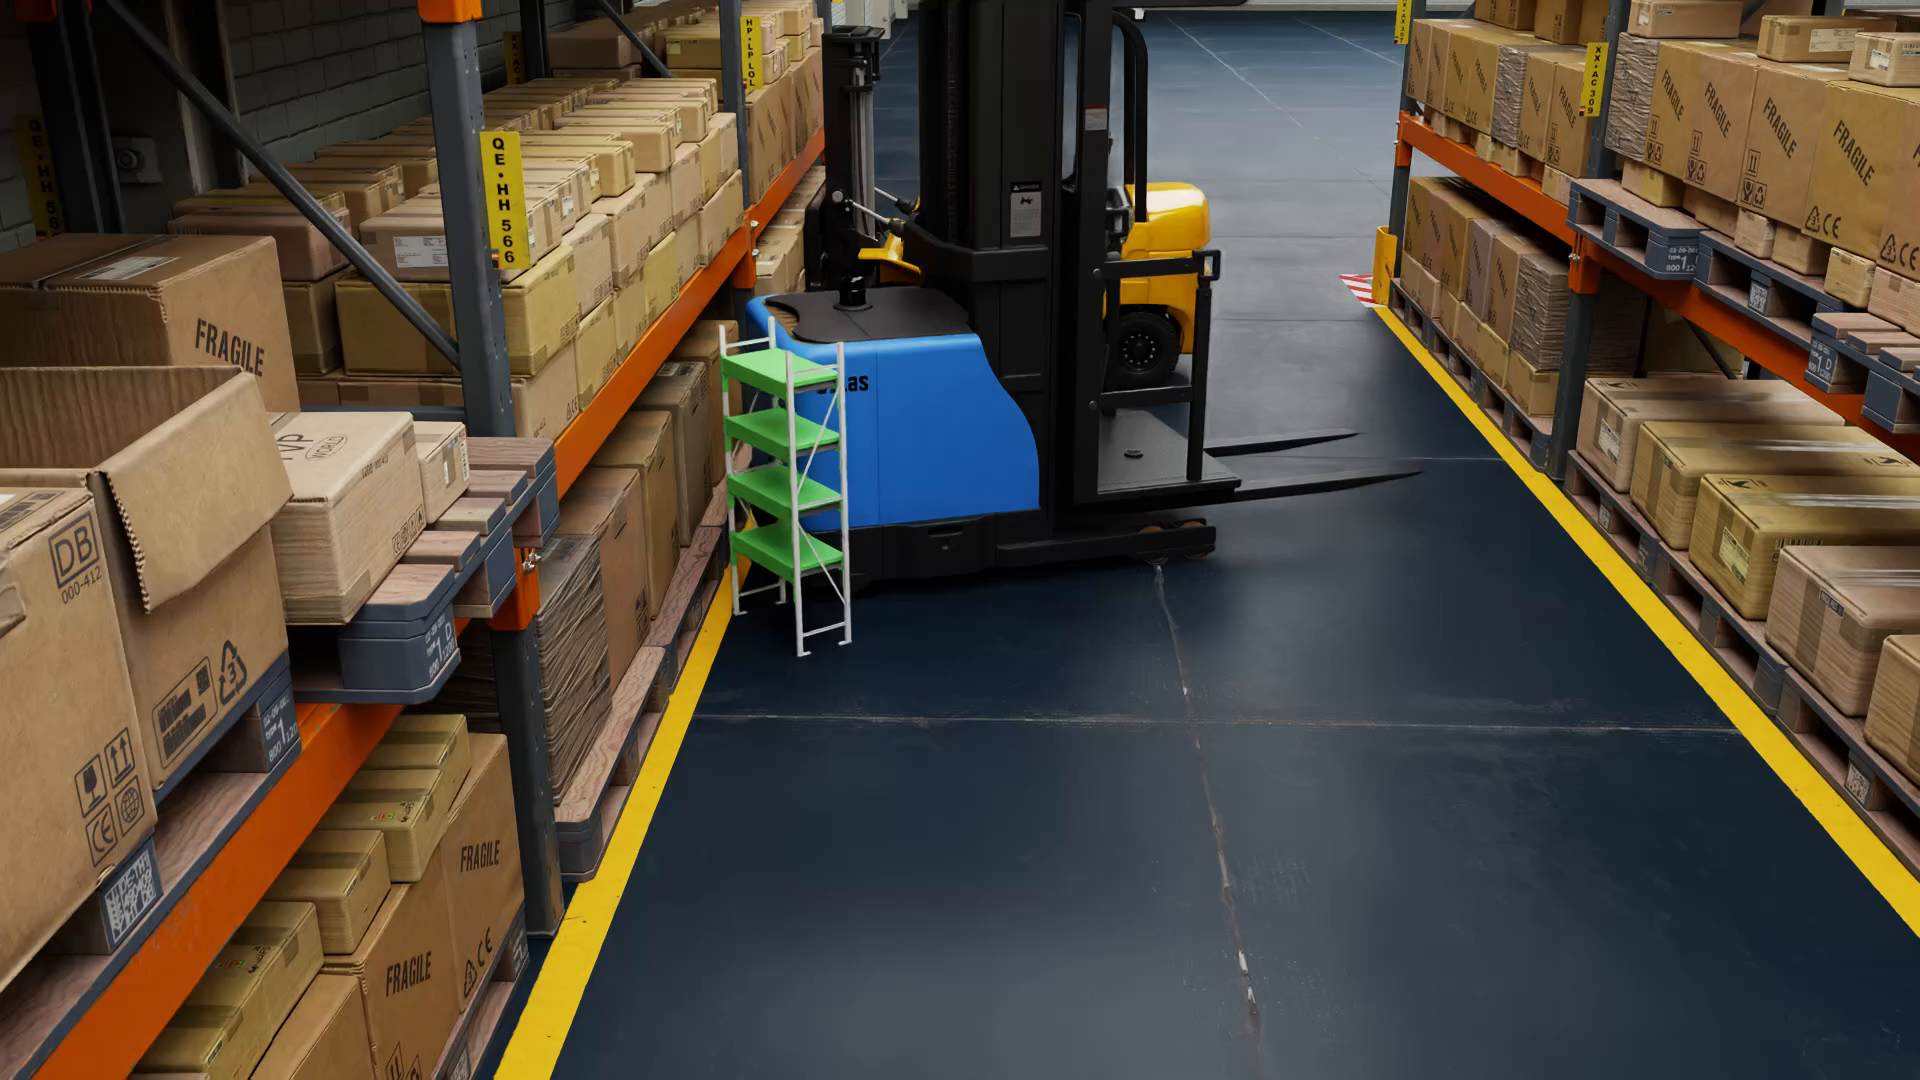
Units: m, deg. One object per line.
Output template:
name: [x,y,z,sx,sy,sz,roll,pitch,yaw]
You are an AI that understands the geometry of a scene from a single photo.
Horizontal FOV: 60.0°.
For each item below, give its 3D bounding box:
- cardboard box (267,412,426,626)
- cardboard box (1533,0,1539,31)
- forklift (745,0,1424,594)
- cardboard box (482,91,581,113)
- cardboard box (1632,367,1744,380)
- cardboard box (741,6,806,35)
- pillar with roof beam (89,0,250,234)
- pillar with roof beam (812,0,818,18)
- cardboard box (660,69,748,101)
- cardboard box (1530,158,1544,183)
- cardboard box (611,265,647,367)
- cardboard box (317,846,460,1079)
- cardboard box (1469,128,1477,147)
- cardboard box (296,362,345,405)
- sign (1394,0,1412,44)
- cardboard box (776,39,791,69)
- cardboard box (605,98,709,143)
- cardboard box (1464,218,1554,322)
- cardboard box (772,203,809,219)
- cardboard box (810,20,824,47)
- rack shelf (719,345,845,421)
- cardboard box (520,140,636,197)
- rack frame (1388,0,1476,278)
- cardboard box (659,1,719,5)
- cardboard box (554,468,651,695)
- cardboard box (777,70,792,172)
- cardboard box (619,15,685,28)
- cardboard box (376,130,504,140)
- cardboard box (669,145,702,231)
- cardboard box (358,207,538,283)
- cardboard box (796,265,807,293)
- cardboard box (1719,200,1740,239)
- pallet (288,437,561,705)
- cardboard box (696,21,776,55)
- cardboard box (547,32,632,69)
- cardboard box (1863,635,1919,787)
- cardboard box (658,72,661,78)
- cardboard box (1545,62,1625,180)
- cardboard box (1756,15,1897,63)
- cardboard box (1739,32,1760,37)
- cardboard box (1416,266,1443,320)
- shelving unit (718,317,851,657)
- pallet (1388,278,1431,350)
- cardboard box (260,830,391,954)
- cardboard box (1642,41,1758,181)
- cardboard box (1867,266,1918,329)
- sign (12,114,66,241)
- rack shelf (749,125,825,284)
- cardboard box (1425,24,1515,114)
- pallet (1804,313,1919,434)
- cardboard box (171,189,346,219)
cardboard box: [-1.341,-0.051,3.139,0.500,0.250,0.500,0,21,-1]
cardboard box: [3.839,-3.245,9.813,0.700,0.500,0.500,0,21,1]
forklift: [0.616,-1.434,7.174,3.031,2.935,1.130,-6,22,-16]
cardboard box: [-1.805,-1.794,6.970,0.380,0.149,0.250,1,21,1]
cardboard box: [3.738,-0.827,8.734,0.500,0.250,0.500,0,21,-1]
cardboard box: [-1.128,-3.096,9.914,0.380,0.149,0.250,1,21,3]
pillar with roof beam: [1.809,-3.540,4.214,9.100,9.000,0.400,1,21,2]
pillar with roof beam: [2.357,-10.049,20.987,9.100,9.000,0.400,1,21,2]
cardboard box: [-1.238,-2.217,8.062,0.380,0.149,0.250,0,21,1]
cardboard box: [3.264,-1.979,8.829,0.380,0.149,0.250,0,21,1]
cardboard box: [-1.346,-0.766,5.563,0.500,0.250,0.500,0,21,0]
cardboard box: [-1.456,0.996,3.690,0.500,0.500,0.500,0,21,1]
cardboard box: [3.296,-2.443,10.027,0.380,0.149,0.250,1,21,3]
cardboard box: [-1.875,-0.405,4.634,0.500,0.250,0.500,0,21,0]
sign: [3.030,-3.558,11.357,0.100,0.325,0.005,1,21,2]
cardboard box: [-1.172,-2.776,9.502,0.380,0.149,0.250,0,21,1]
cardboard box: [-1.225,-1.701,6.731,0.380,0.149,0.250,0,21,0]
cardboard box: [3.228,-1.552,9.565,0.500,0.500,0.500,2,21,4]
cardboard box: [-1.130,-1.862,10.019,0.500,0.250,0.500,0,21,1]
cardboard box: [-1.098,-3.330,10.930,0.380,0.149,0.250,1,21,2]
rack shelf: [-0.672,-0.596,6.255,0.258,0.148,0.480,-15,26,-34]
cardboard box: [-1.300,-1.238,5.537,0.380,0.149,0.250,1,21,3]
rack frame: [3.572,-3.149,11.498,1.000,3.000,0.127,1,21,2]
cardboard box: [-1.671,-3.292,10.420,0.380,0.149,0.250,1,21,2]
cardboard box: [-1.588,0.140,5.724,0.875,0.625,0.625,1,21,3]
cardboard box: [-1.223,-2.332,9.254,0.500,0.500,0.500,0,21,1]
cardboard box: [-1.732,-2.825,9.217,0.380,0.149,0.250,0,21,1]
cardboard box: [-1.798,-1.334,5.785,0.380,0.149,0.250,1,21,3]
cardboard box: [-1.300,-1.368,6.424,0.500,0.250,0.500,1,21,3]
cardboard box: [-1.329,-0.771,4.334,0.380,0.149,0.250,1,21,3]
cardboard box: [-1.148,-1.438,9.618,0.500,0.250,0.500,0,21,1]
cardboard box: [3.110,-1.210,6.266,0.380,0.149,0.250,1,21,2]
pallet: [-1.583,0.026,3.582,1.213,0.211,1.003,1,21,2]
cardboard box: [-1.178,-2.636,8.728,0.380,0.149,0.250,1,21,3]
cardboard box: [-1.803,-2.362,8.025,0.380,0.149,0.250,1,21,2]
cardboard box: [3.356,0.569,4.969,0.950,0.372,0.625,-1,21,-2]
cardboard box: [-1.799,-2.505,8.802,0.380,0.149,0.250,1,21,2]
cardboard box: [3.215,-2.051,8.120,0.500,0.500,0.500,0,21,0]
cardboard box: [3.152,-1.826,6.062,0.380,0.149,0.250,2,21,5]
cardboard box: [3.666,-1.914,7.186,0.500,0.500,0.500,0,21,1]
cardboard box: [3.248,-1.590,10.700,0.500,0.250,0.500,1,21,4]
shelving unit: [-0.672,-0.208,6.405,0.258,1.200,0.503,-15,26,-34]
pallet: [3.510,-1.528,11.176,1.003,0.211,1.213,1,21,2]
cardboard box: [-1.424,0.733,3.473,0.380,0.149,0.250,0,21,0]
cardboard box: [3.135,-1.736,6.727,0.500,0.500,0.500,1,21,2]
cardboard box: [3.018,-0.736,5.047,0.380,0.149,0.250,0,21,-1]
sign: [-2.188,-0.854,3.984,0.100,0.325,0.005,1,21,2]
rack shelf: [-1.450,-2.144,9.902,1.077,0.370,4.000,1,21,2]
cardboard box: [3.268,-2.979,10.510,0.500,0.500,0.500,1,21,3]
pallet: [3.244,-0.426,4.745,1.213,0.211,1.003,1,21,2]
cardboard box: [-1.929,-0.874,4.601,0.380,0.149,0.250,1,21,3]
